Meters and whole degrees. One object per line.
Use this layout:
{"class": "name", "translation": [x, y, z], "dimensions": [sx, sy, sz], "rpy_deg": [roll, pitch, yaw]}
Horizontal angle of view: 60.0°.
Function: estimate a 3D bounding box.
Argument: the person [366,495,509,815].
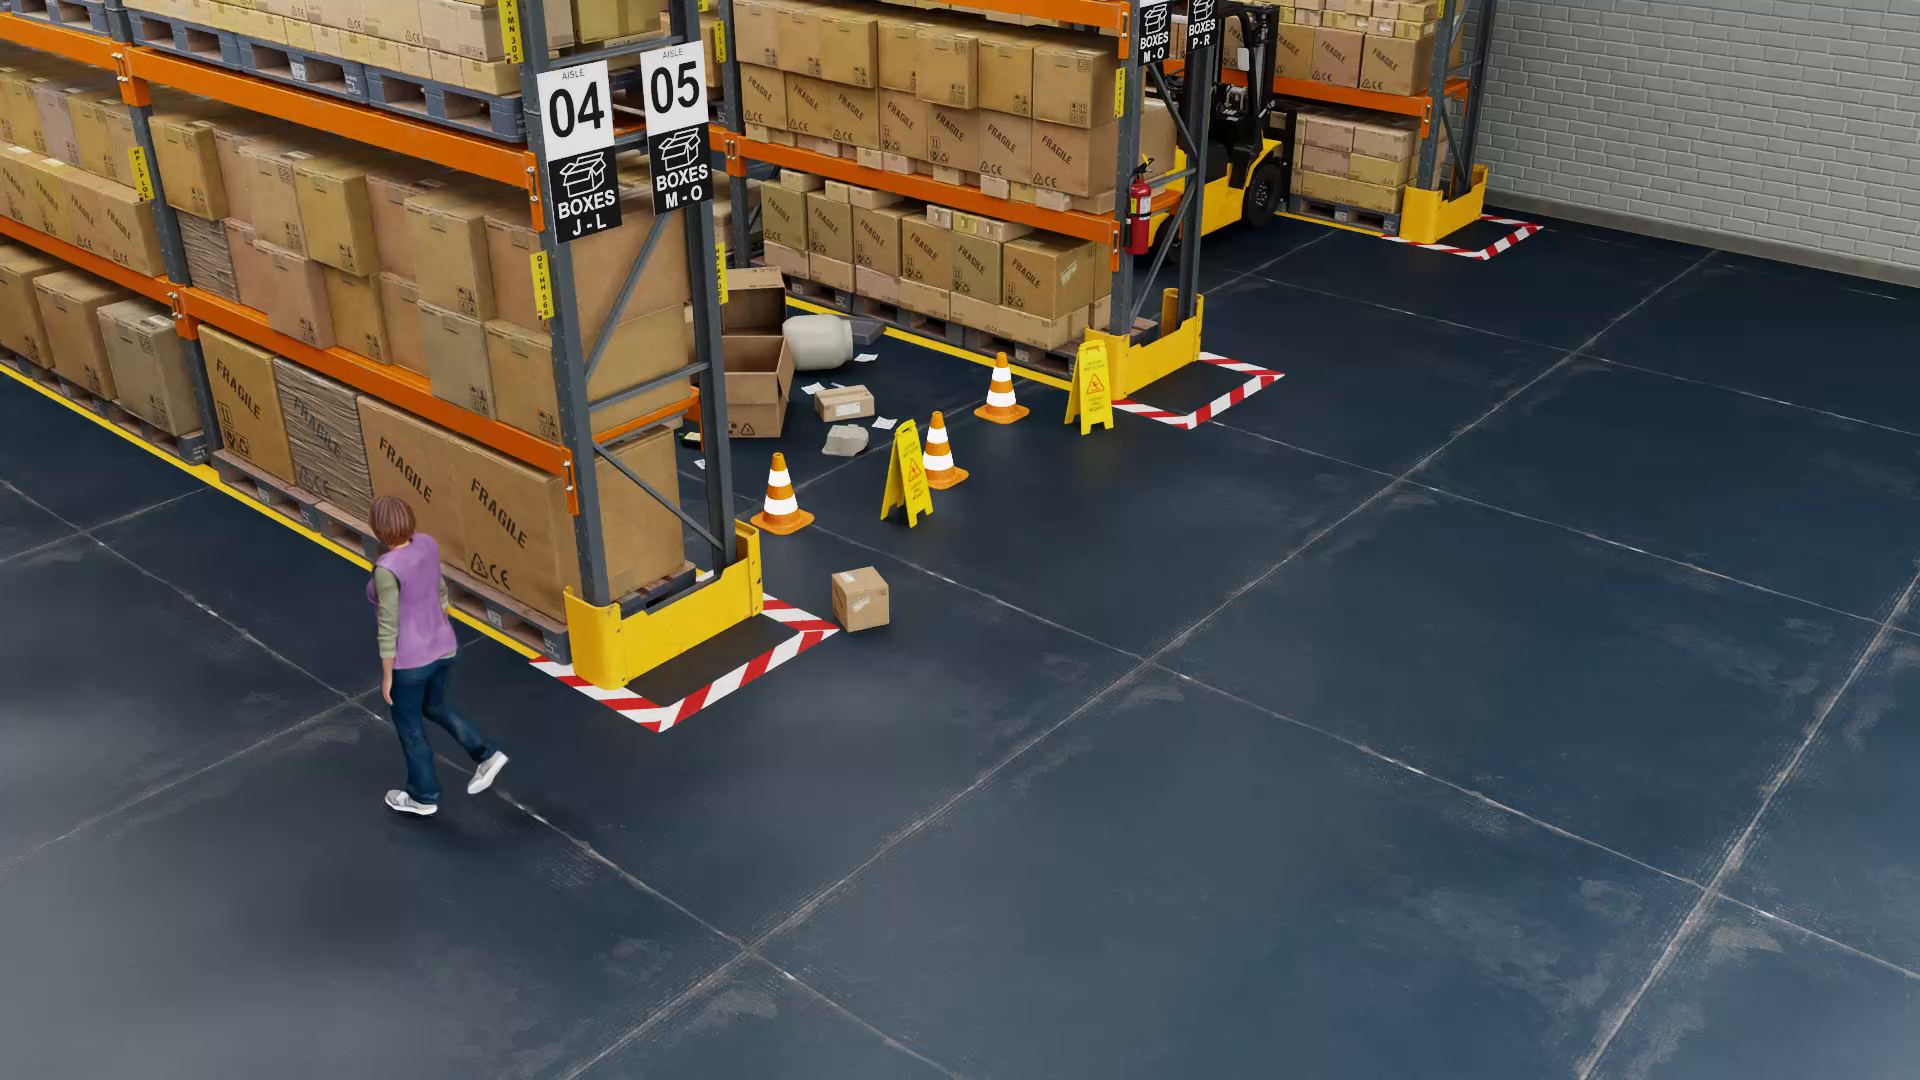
{"class": "person", "translation": [-2.394, 0.542, 7.583], "dimensions": [0.608, 1.574, 0.489], "rpy_deg": [11, 30, 20]}
